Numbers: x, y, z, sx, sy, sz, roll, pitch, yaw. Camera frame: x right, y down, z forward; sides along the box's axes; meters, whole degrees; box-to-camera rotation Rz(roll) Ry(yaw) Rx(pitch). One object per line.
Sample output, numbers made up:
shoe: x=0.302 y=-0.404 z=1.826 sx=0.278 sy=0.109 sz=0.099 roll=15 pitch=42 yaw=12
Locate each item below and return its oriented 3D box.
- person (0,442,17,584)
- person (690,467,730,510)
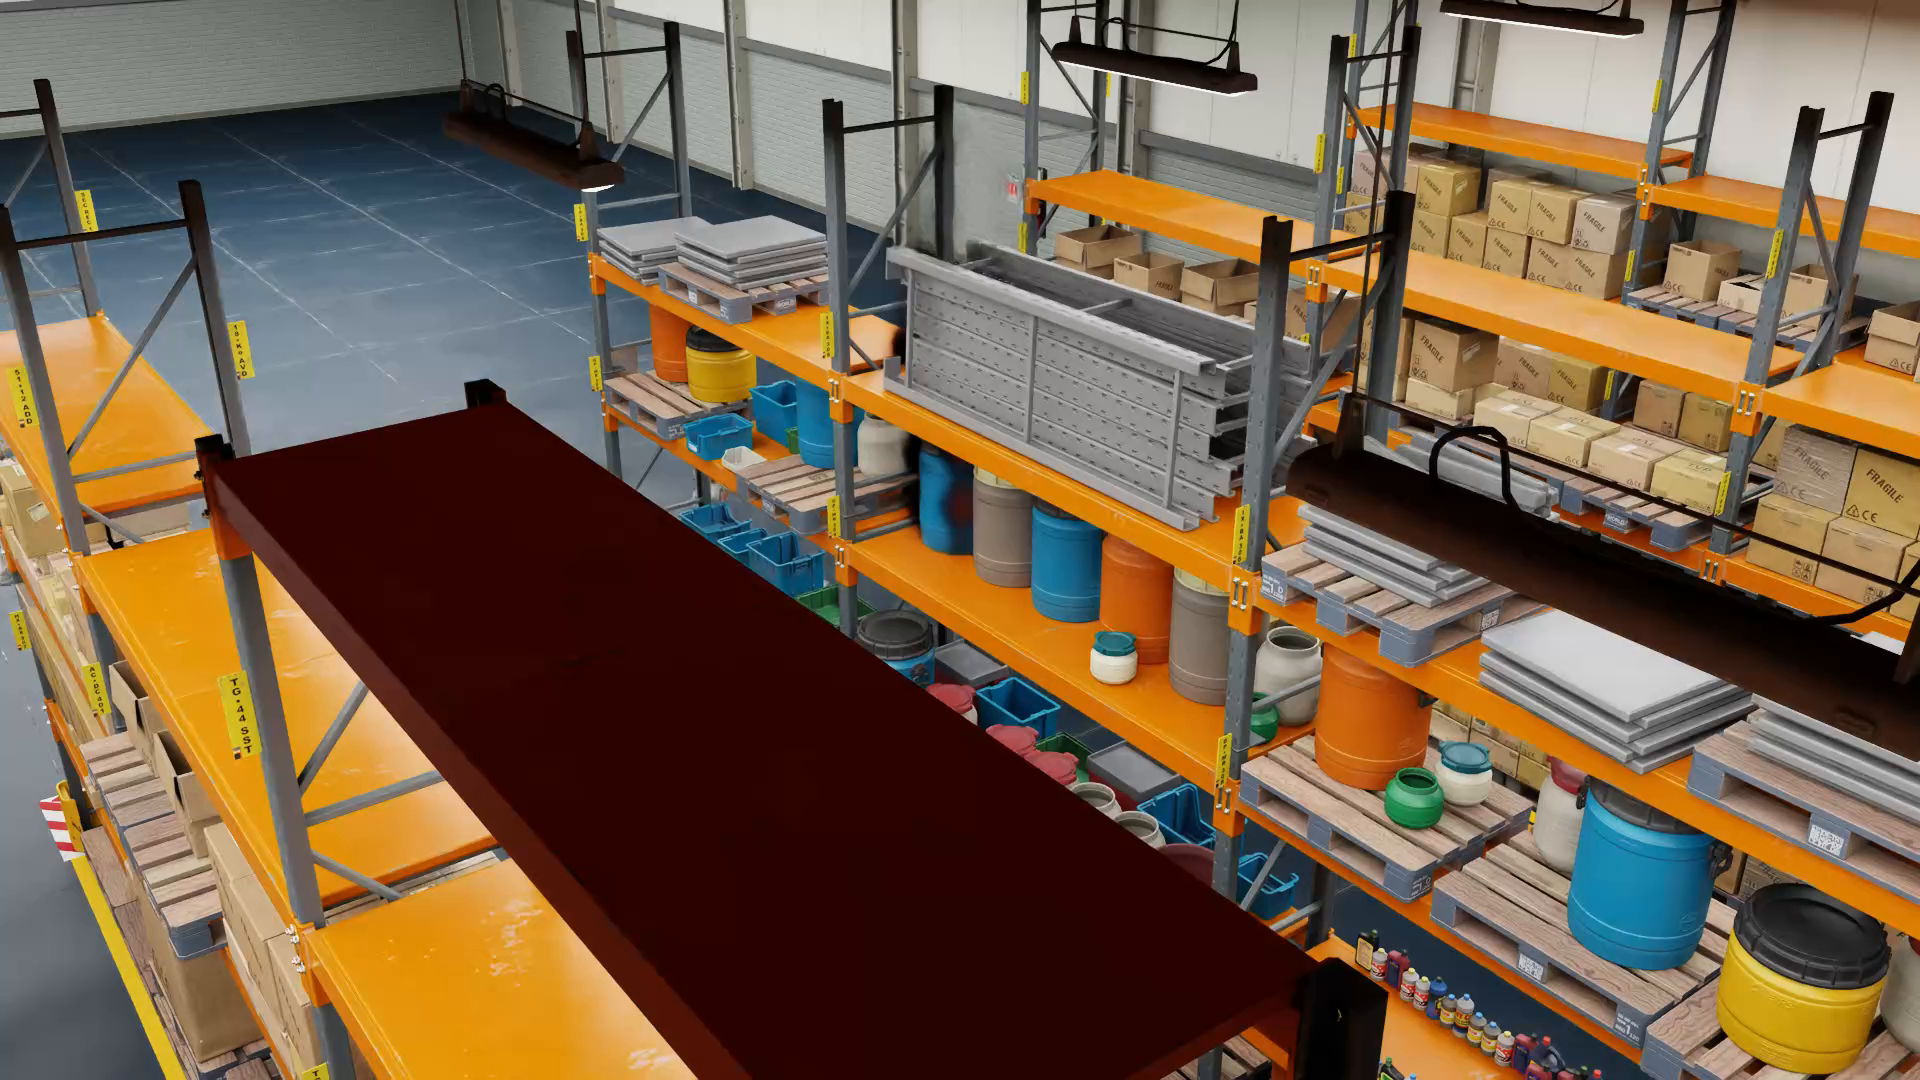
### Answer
person: x=-10.102 y=-0.285 z=17.632 sx=0.802 sy=1.696 sz=0.618 roll=-2 pitch=25 yaw=-5
person: x=-2.684 y=-0.149 z=17.398 sx=0.515 sy=1.603 sz=0.609 roll=2 pitch=25 yaw=5
